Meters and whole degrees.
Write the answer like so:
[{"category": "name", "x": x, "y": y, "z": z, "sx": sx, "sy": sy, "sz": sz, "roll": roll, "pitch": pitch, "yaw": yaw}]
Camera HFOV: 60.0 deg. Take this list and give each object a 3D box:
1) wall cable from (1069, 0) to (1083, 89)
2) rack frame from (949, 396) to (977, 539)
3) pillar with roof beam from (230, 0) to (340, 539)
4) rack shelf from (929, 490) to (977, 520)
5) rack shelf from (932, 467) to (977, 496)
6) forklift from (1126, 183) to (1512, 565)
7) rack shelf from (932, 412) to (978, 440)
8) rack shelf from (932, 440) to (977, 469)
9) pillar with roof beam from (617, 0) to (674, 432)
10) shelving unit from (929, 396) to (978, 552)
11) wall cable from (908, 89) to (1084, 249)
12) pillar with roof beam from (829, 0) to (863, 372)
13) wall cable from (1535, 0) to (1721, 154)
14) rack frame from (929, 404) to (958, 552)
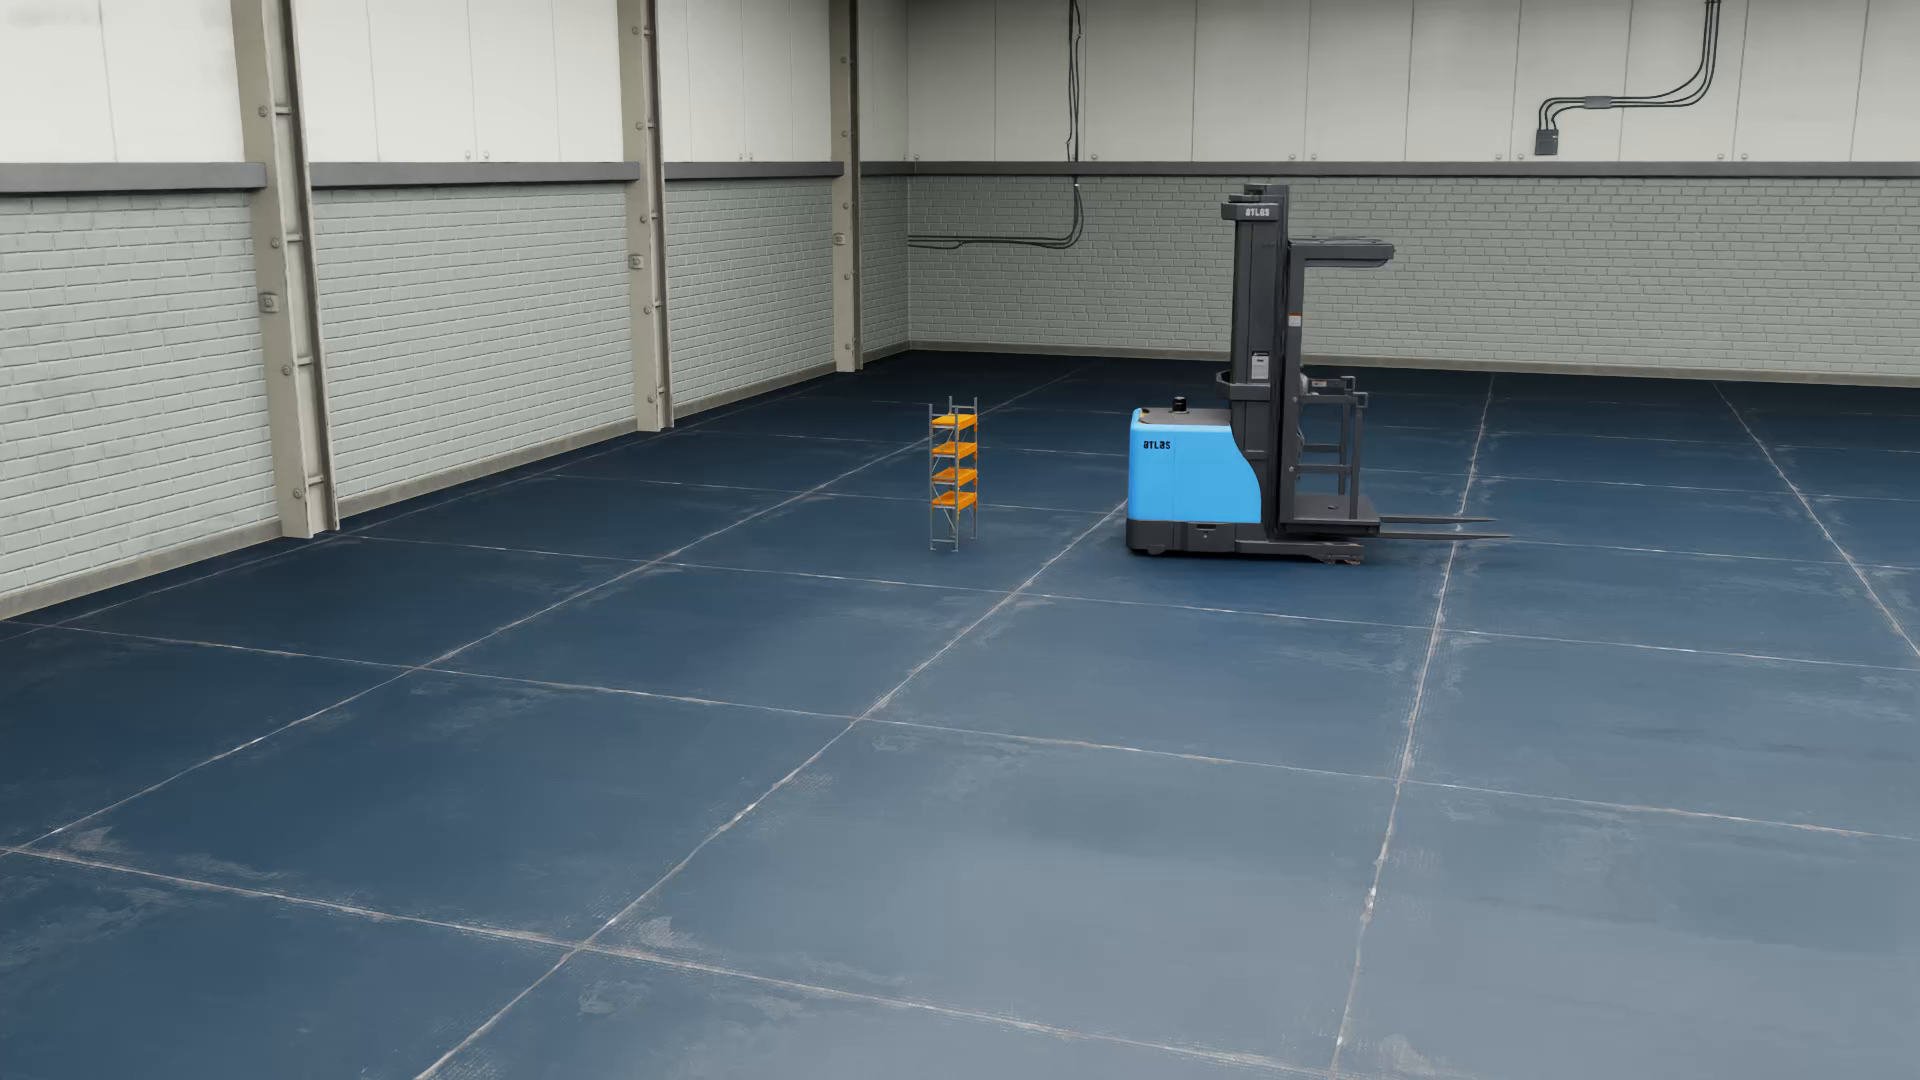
[{"category": "wall cable", "x": 3.070, "y": -8.257, "z": 25.571, "sx": 3.097, "sy": 2.526, "sz": 0.112, "roll": 4, "pitch": 14, "yaw": 18}, {"category": "rack frame", "x": 0.025, "y": -0.601, "z": 13.927, "sx": 0.240, "sy": 1.200, "sz": 0.015, "roll": 4, "pitch": 14, "yaw": 18}, {"category": "pillar with roof beam", "x": -1.504, "y": -4.142, "z": 11.912, "sx": 9.100, "sy": 9.000, "sz": 0.400, "roll": 4, "pitch": 14, "yaw": 18}, {"category": "rack shelf", "x": -0.054, "y": -0.291, "z": 13.761, "sx": 0.258, "sy": 0.148, "sz": 0.480, "roll": 4, "pitch": 14, "yaw": 18}, {"category": "rack shelf", "x": -0.054, "y": -0.485, "z": 13.717, "sx": 0.258, "sy": 0.148, "sz": 0.480, "roll": 4, "pitch": 14, "yaw": 18}, {"category": "forklift", "x": 2.898, "y": -1.361, "z": 13.364, "sx": 3.031, "sy": 2.935, "sz": 1.130, "roll": 2, "pitch": 13, "yaw": 7}, {"category": "rack shelf", "x": -0.054, "y": -0.933, "z": 13.614, "sx": 0.258, "sy": 0.148, "sz": 0.480, "roll": 4, "pitch": 14, "yaw": 18}, {"category": "rack shelf", "x": -0.054, "y": -0.703, "z": 13.667, "sx": 0.258, "sy": 0.148, "sz": 0.480, "roll": 4, "pitch": 14, "yaw": 18}, {"category": "pillar with roof beam", "x": 0.437, "y": -5.405, "z": 17.447, "sx": 9.100, "sy": 9.000, "sz": 0.400, "roll": 4, "pitch": 14, "yaw": 18}, {"category": "shelving unit", "x": -0.054, "y": -0.550, "z": 13.702, "sx": 0.258, "sy": 1.200, "sz": 0.503, "roll": 4, "pitch": 14, "yaw": 18}, {"category": "wall cable", "x": 0.510, "y": -5.990, "z": 26.986, "sx": 3.097, "sy": 2.526, "sz": 0.112, "roll": 4, "pitch": 14, "yaw": 18}, {"category": "pillar with roof beam", "x": 2.379, "y": -6.669, "z": 22.982, "sx": 9.100, "sy": 9.000, "sz": 0.400, "roll": 4, "pitch": 14, "yaw": 18}, {"category": "wall cable", "x": 9.487, "y": -8.475, "z": 23.253, "sx": 2.305, "sy": 6.003, "sz": 0.169, "roll": 4, "pitch": 14, "yaw": 18}, {"category": "rack frame", "x": -0.132, "y": -0.499, "z": 13.477, "sx": 0.240, "sy": 1.200, "sz": 0.015, "roll": 4, "pitch": 14, "yaw": 18}]
